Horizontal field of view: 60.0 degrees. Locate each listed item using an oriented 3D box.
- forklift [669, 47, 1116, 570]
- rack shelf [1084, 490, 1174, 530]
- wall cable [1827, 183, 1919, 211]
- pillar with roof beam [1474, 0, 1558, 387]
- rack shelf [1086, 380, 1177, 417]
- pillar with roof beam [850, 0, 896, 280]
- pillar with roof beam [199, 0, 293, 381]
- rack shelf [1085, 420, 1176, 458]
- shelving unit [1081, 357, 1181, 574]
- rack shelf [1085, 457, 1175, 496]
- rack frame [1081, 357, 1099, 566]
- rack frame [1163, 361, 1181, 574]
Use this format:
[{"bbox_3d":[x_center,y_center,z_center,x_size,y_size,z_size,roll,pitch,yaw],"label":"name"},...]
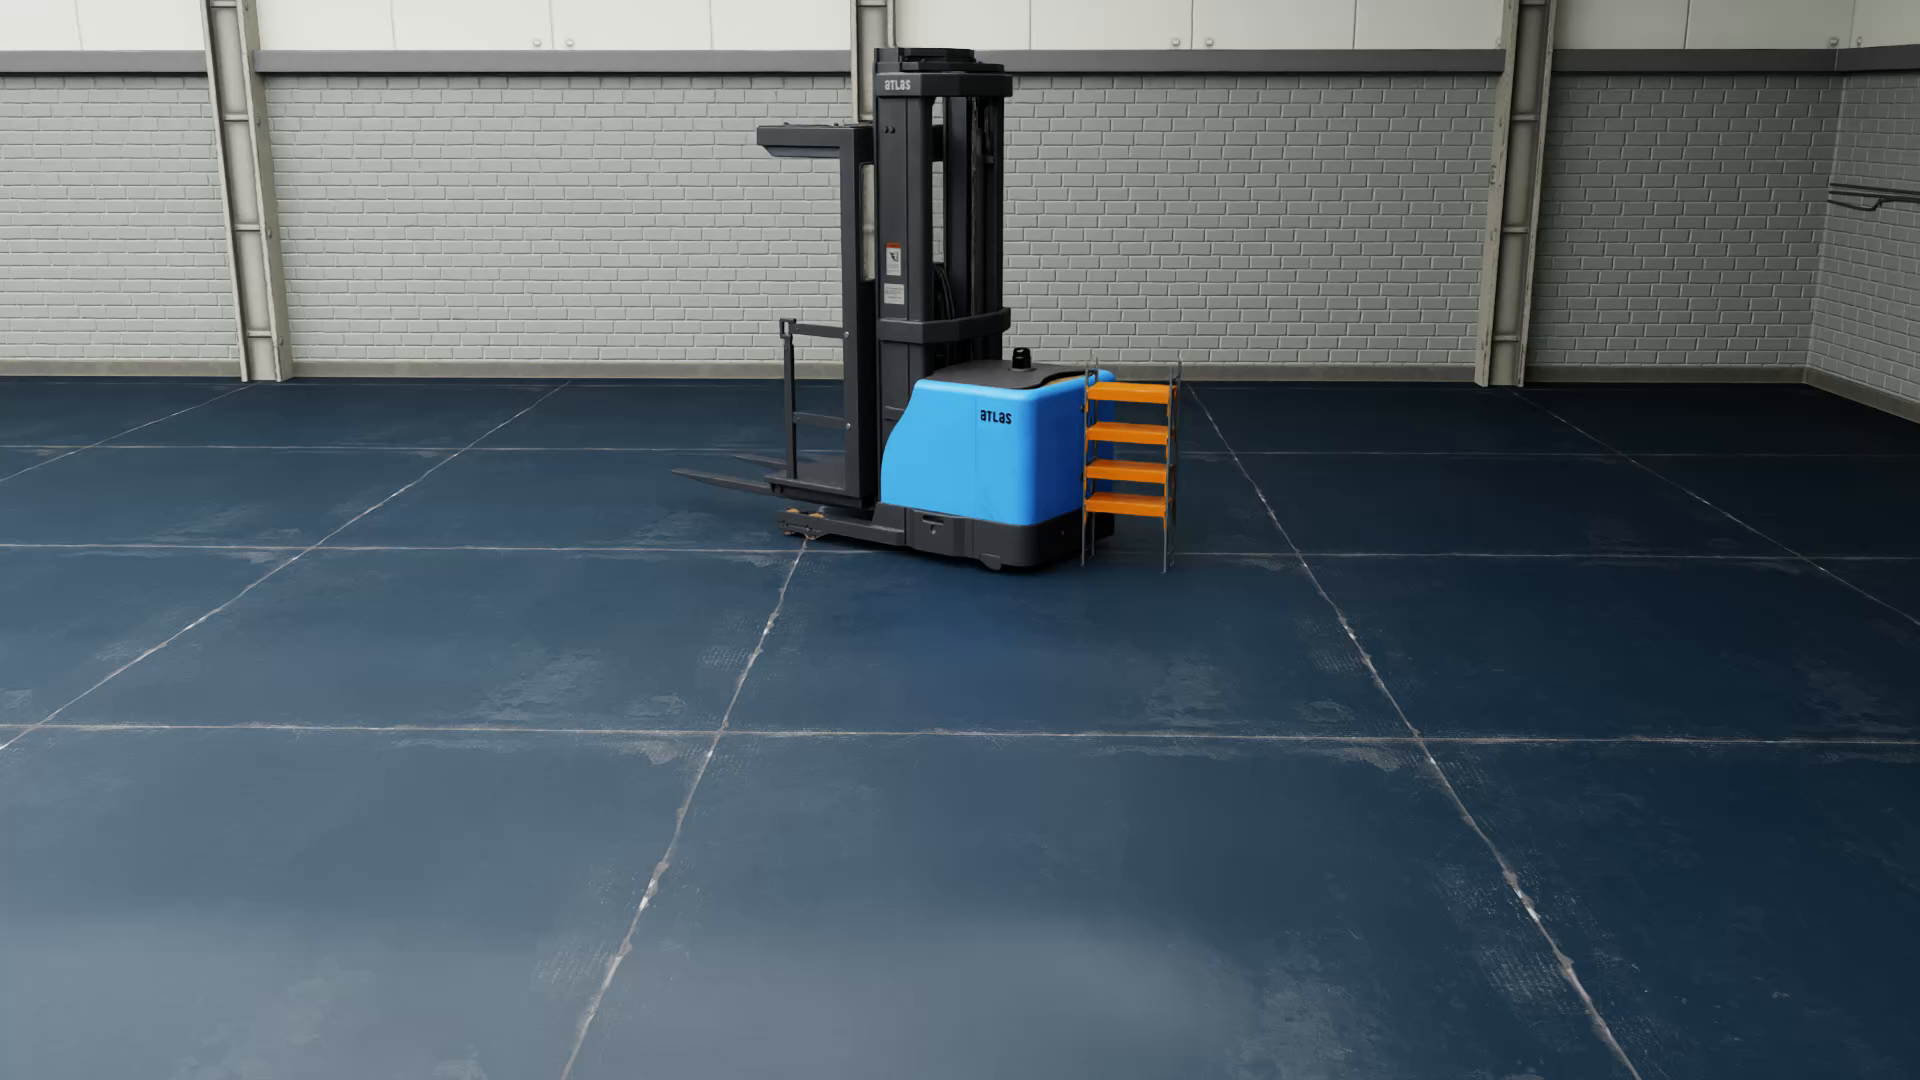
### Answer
[{"bbox_3d":[-0.546,-1.516,10.342,3.031,2.935,1.130,10,18,34],"label":"forklift"},{"bbox_3d":[0.990,-0.177,9.703,0.480,0.148,0.258,5,16,19],"label":"rack shelf"},{"bbox_3d":[8.109,-4.000,13.946,0.112,2.526,3.097,0,15,1],"label":"wall cable"},{"bbox_3d":[5.087,-4.760,10.740,0.400,9.000,9.100,0,15,1],"label":"pillar with roof beam"},{"bbox_3d":[0.990,-0.814,9.535,0.480,0.148,0.258,5,16,19],"label":"rack shelf"},{"bbox_3d":[-0.911,-4.799,10.888,0.400,9.000,9.100,0,15,1],"label":"pillar with roof beam"},{"bbox_3d":[-6.909,-4.838,11.036,0.400,9.000,9.100,0,15,1],"label":"pillar with roof beam"},{"bbox_3d":[0.990,-0.586,9.595,0.480,0.148,0.258,5,16,19],"label":"rack shelf"},{"bbox_3d":[0.990,-0.434,9.635,0.503,1.200,0.258,5,16,19],"label":"shelving unit"},{"bbox_3d":[0.990,-0.369,9.652,0.480,0.148,0.258,5,16,19],"label":"rack shelf"},{"bbox_3d":[0.760,-0.455,9.713,0.015,1.200,0.240,5,16,19],"label":"rack frame"},{"bbox_3d":[1.220,-0.414,9.557,0.015,1.200,0.240,5,16,19],"label":"rack frame"}]
